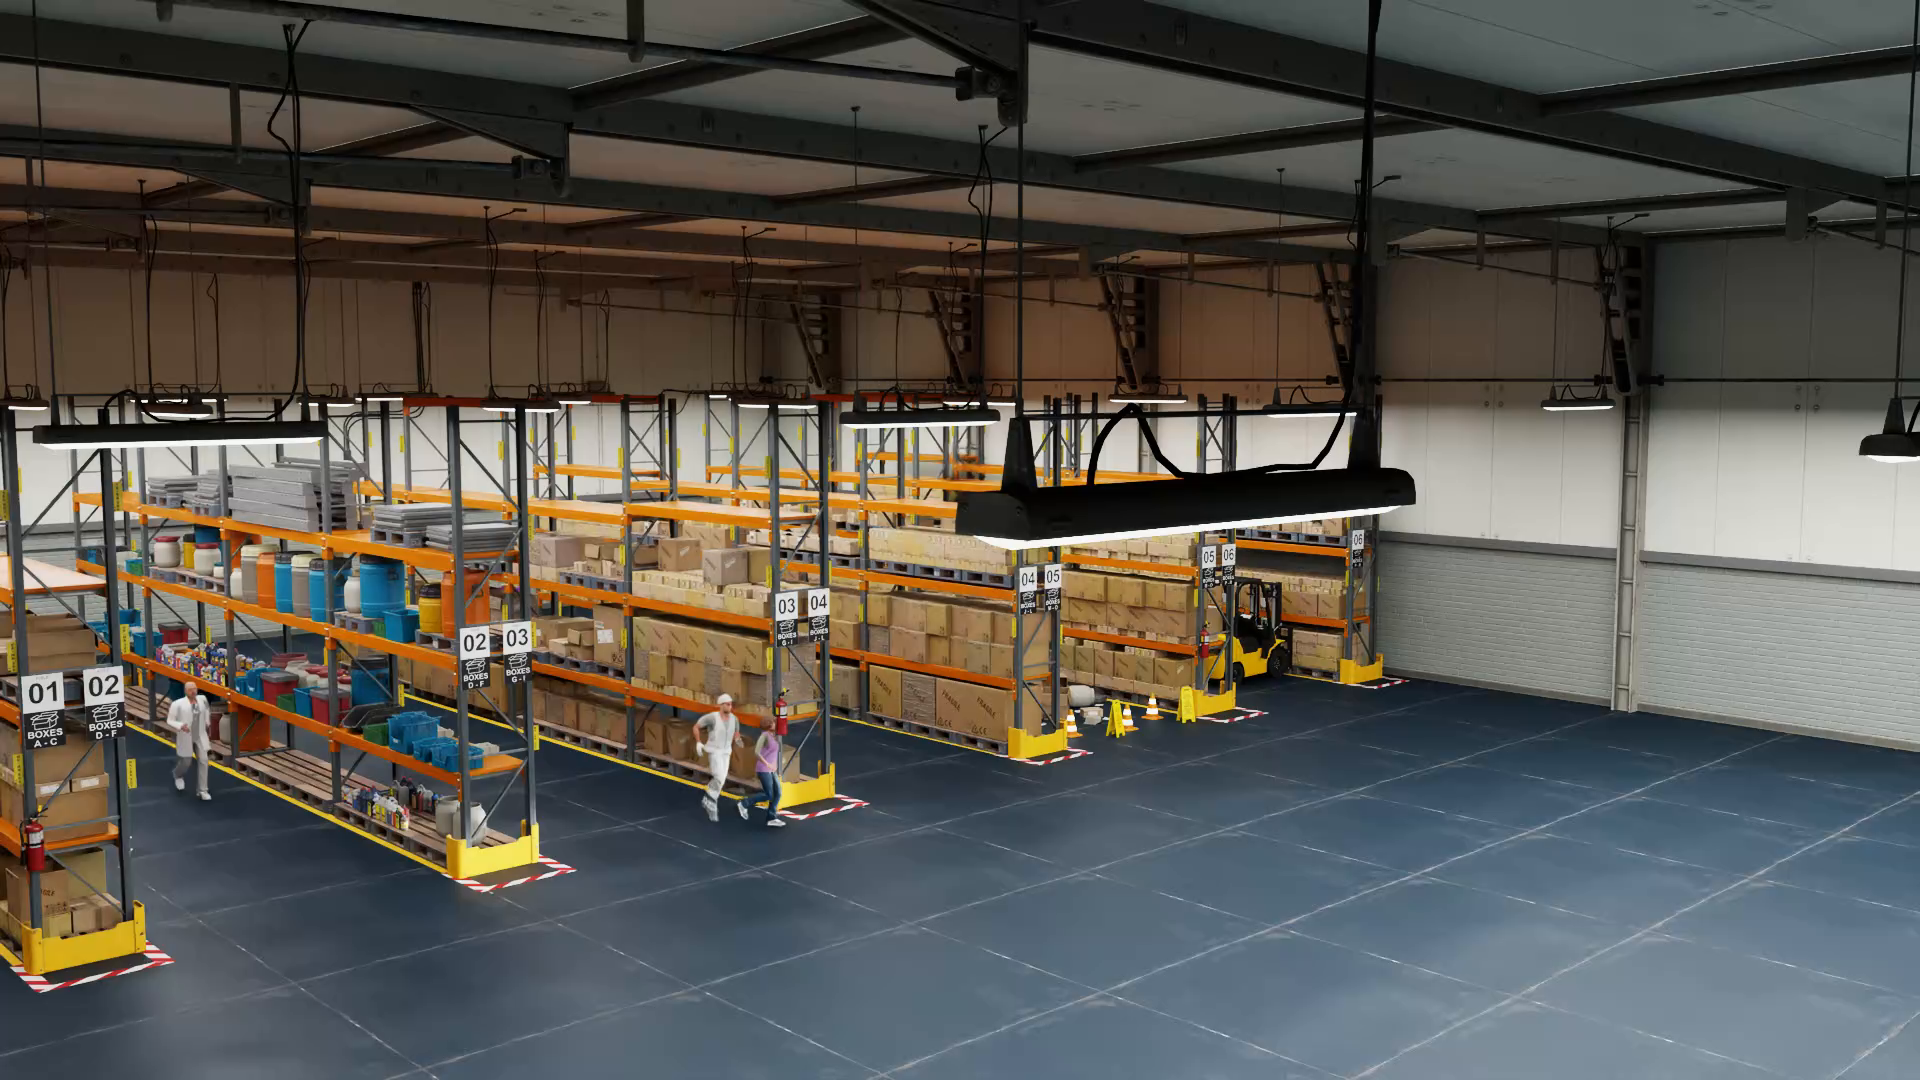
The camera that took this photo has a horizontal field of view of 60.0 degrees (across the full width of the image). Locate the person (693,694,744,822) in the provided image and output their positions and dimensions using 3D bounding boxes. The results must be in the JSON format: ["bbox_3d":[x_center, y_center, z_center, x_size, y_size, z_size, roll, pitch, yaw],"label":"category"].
[{"bbox_3d":[-3.482,3.132,24.095,0.798,1.820,0.682,5,7,41],"label":"person"}]

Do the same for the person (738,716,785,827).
[{"bbox_3d":[-2.795,3.273,23.660,0.683,1.553,0.595,1,6,9],"label":"person"}]

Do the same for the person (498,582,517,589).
[{"bbox_3d":[-10.820,1.654,39.636,0.760,1.723,0.611,2,6,20],"label":"person"}]

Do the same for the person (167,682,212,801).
[{"bbox_3d":[-11.664,3.007,25.198,0.690,1.771,1.042,-5,8,-44],"label":"person"}]
